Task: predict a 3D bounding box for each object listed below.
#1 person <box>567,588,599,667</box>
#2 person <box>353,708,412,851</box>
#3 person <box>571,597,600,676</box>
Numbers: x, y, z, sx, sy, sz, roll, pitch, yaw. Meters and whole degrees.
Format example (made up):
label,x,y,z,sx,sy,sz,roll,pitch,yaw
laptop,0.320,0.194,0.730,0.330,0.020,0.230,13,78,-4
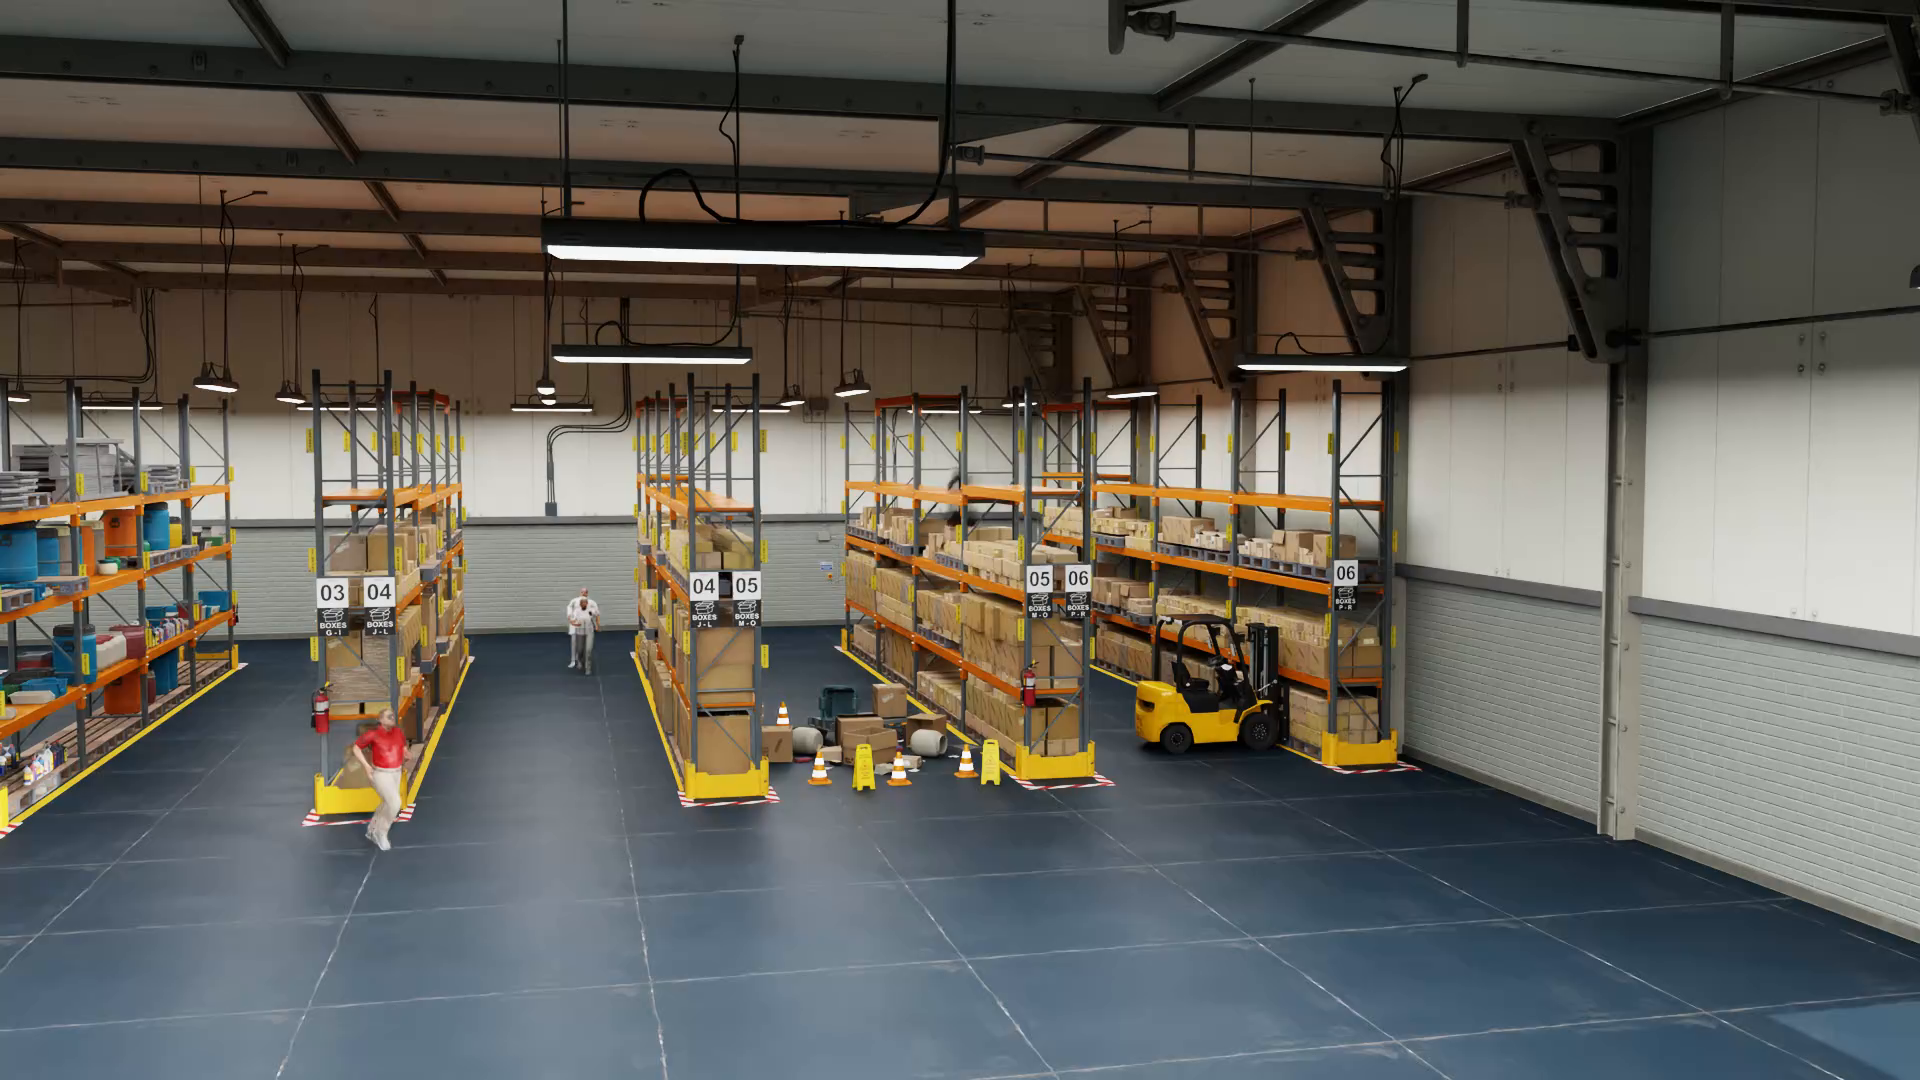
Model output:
label,x,y,z,sx,sy,sz,roll,pitch,yaw
person,-8.566,1.971,37.759,0.749,1.772,0.936,0,3,-3
person,-7.107,2.965,20.632,0.734,1.765,0.638,2,4,25
person,-8.189,2.077,36.350,0.613,1.695,0.939,-1,3,-9
